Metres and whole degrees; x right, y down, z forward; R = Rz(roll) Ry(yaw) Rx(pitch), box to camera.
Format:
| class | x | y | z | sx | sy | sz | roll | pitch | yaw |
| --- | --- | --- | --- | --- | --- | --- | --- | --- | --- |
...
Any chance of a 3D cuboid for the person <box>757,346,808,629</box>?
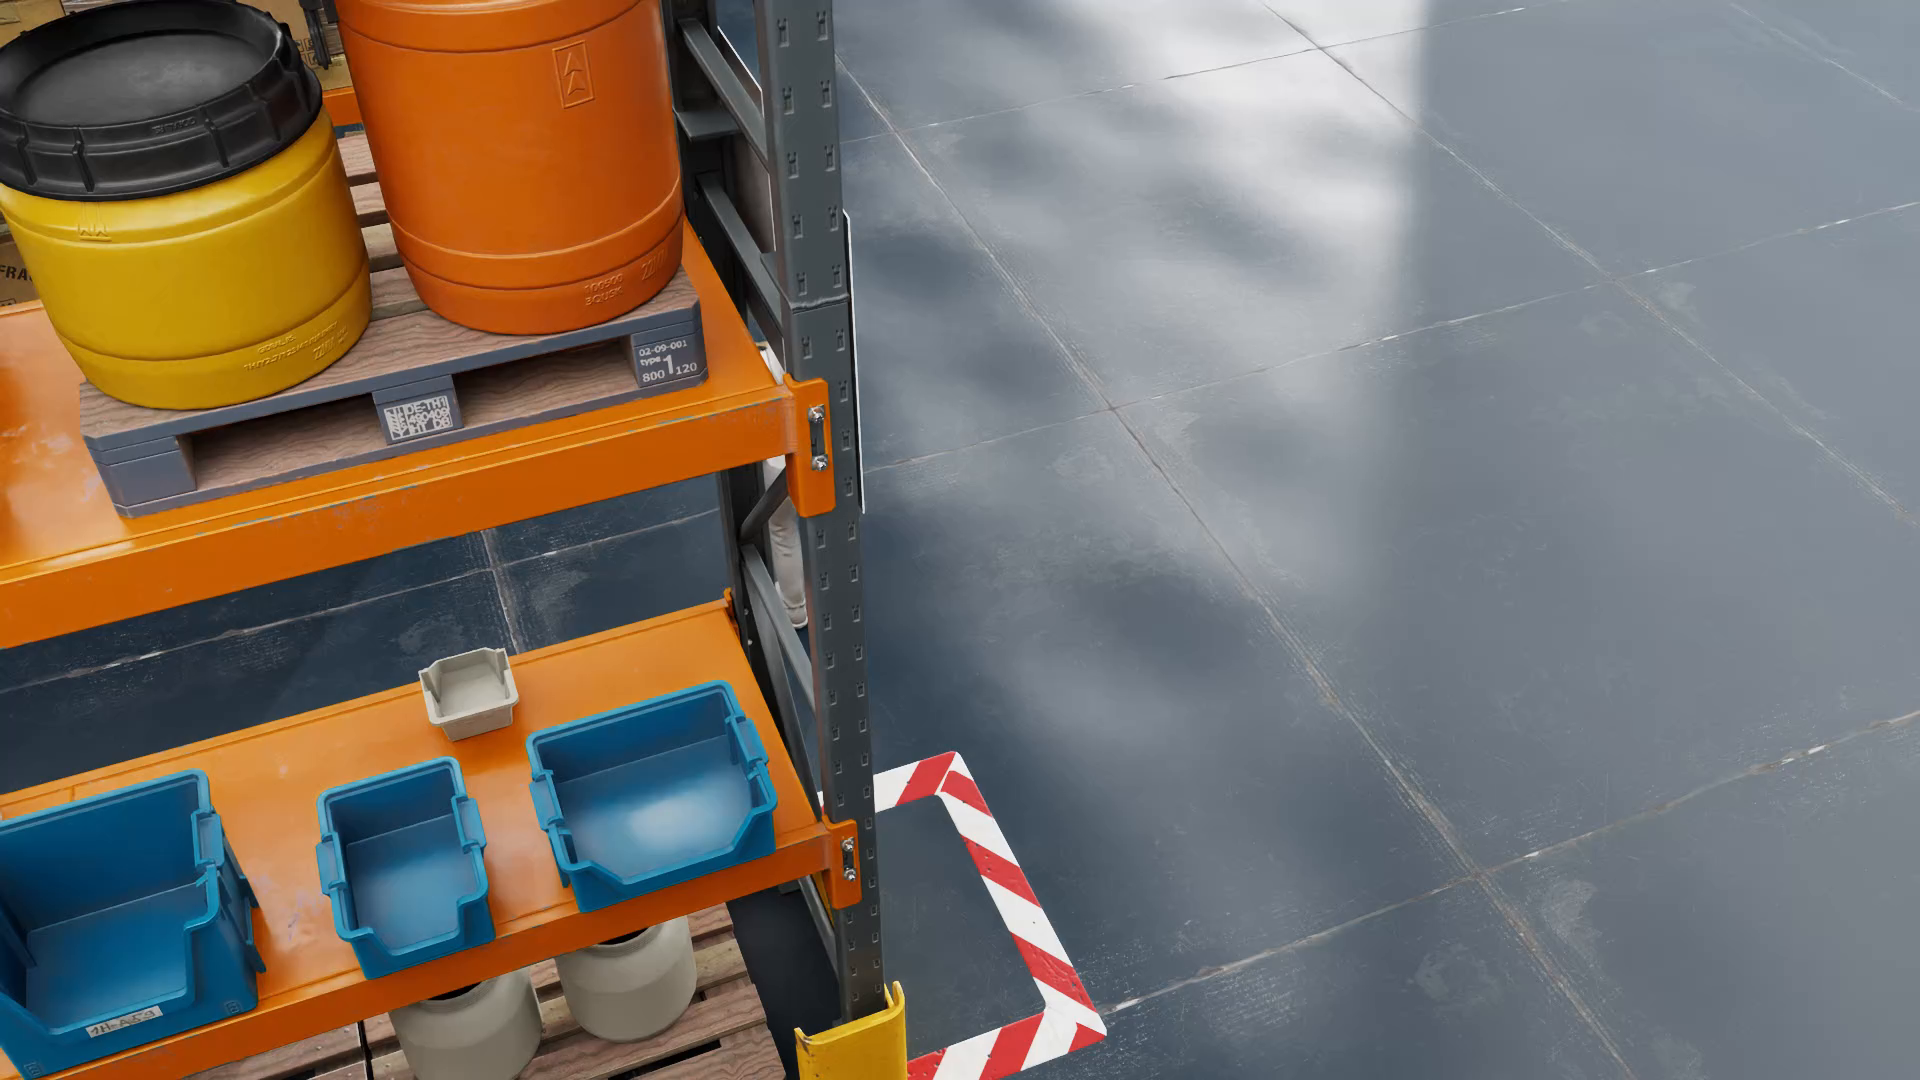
| class | x | y | z | sx | sy | sz | roll | pitch | yaw |
| --- | --- | --- | --- | --- | --- | --- | --- | --- | --- |
| person | -0.641 | -0.377 | 6.559 | 0.460 | 1.686 | 0.557 | -15 | 44 | -16 |
